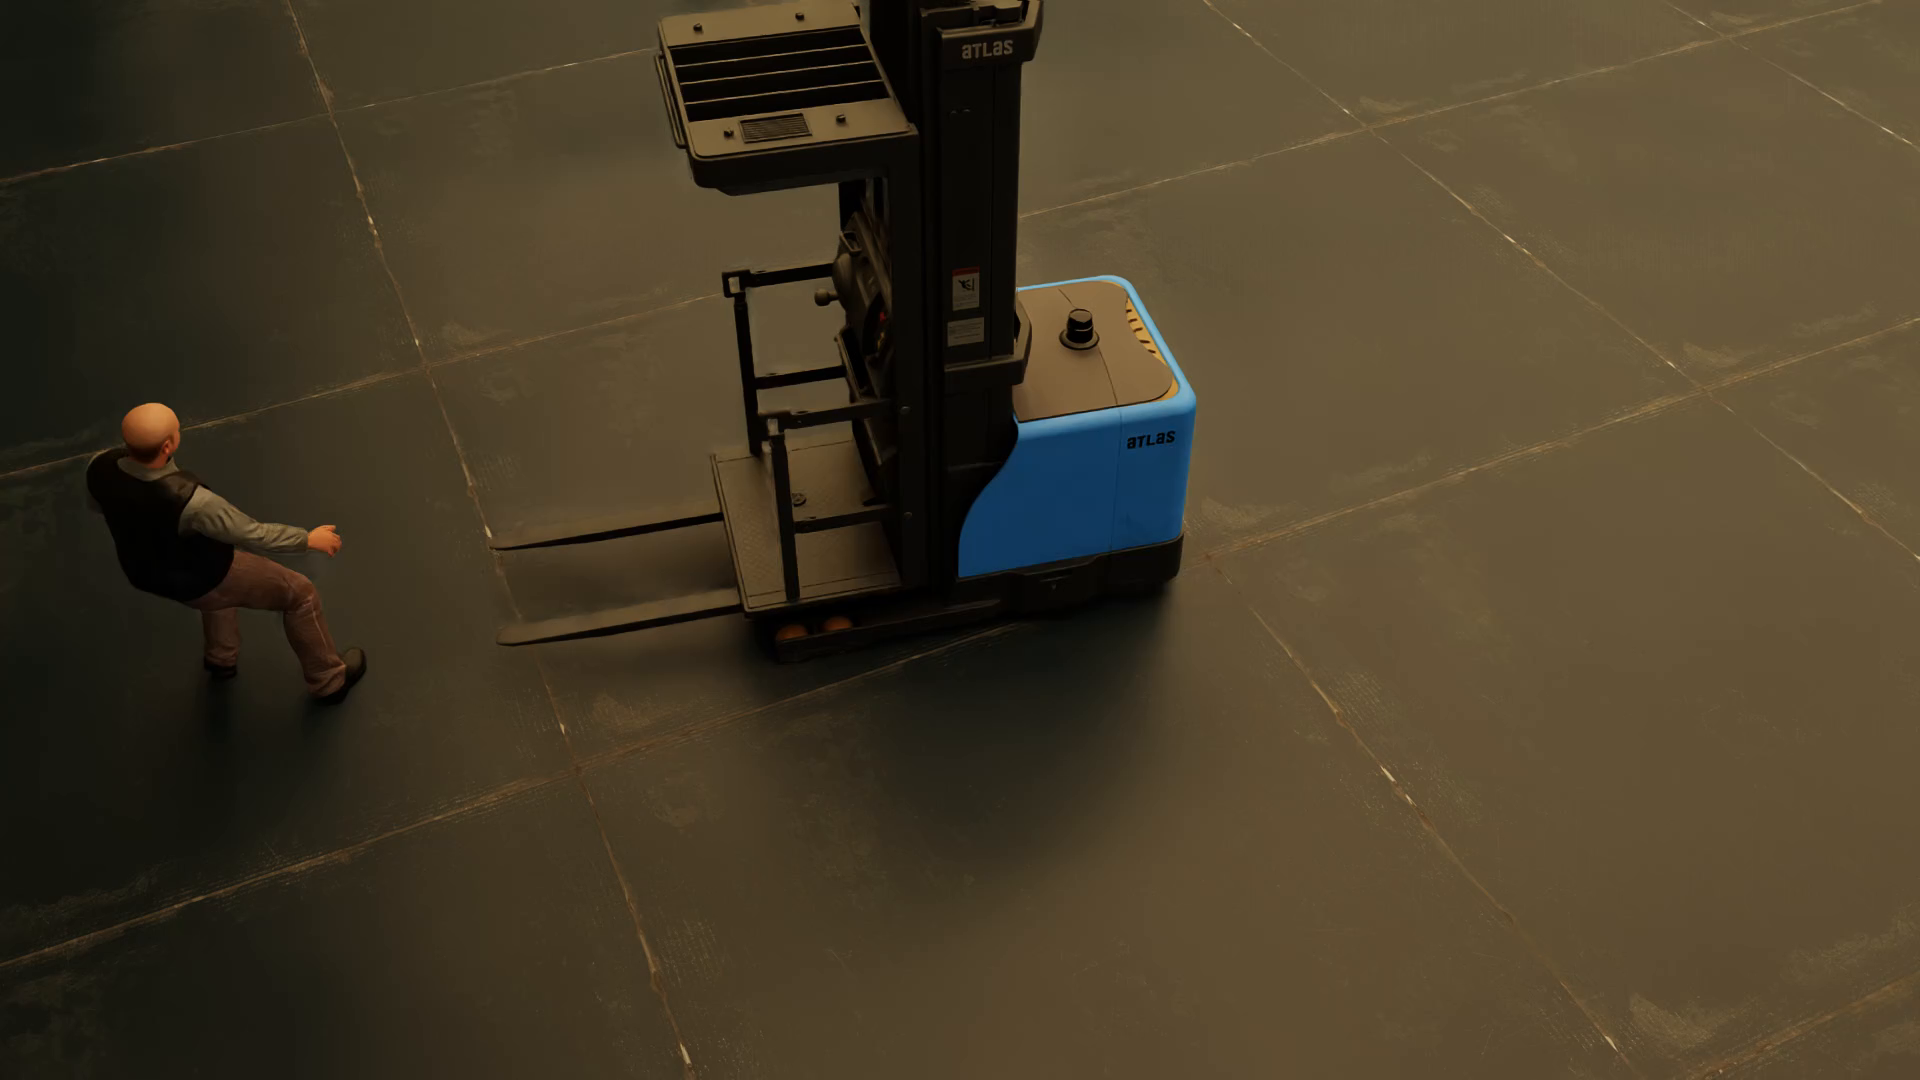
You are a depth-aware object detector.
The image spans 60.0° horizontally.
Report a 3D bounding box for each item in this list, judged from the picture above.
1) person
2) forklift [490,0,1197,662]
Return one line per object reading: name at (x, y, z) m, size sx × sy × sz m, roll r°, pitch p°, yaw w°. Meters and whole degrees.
person at (-2.964, 0.042, 6.619) m, size 0.841 × 1.596 × 0.559 m, roll 14°, pitch 45°, yaw 14°
forklift at (-0.573, -0.942, 6.689) m, size 3.031 × 2.935 × 1.130 m, roll -10°, pitch 44°, yaw -10°
